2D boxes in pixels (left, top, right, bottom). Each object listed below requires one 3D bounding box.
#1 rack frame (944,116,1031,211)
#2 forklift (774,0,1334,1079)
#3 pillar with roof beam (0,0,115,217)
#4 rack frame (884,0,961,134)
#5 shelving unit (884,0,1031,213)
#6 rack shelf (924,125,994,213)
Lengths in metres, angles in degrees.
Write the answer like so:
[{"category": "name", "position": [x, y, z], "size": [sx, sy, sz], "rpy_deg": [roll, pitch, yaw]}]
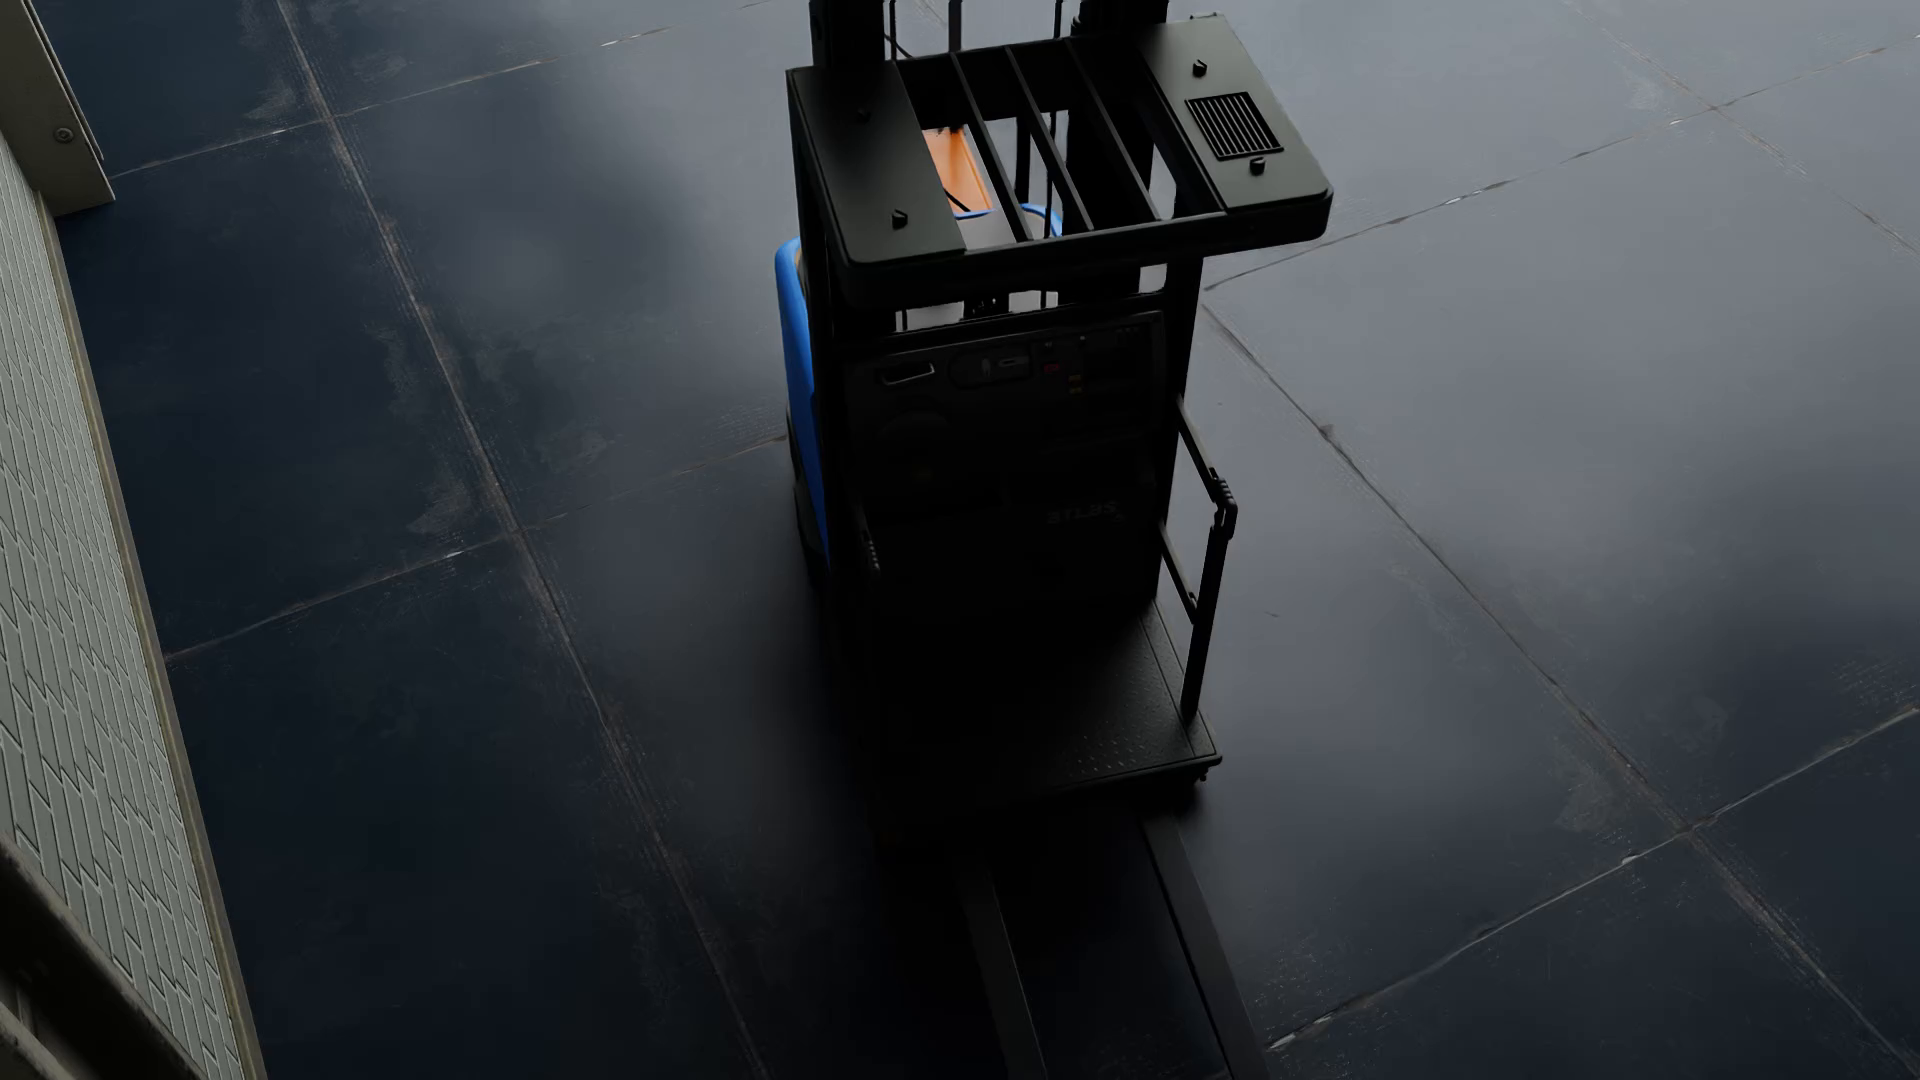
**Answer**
[{"category": "rack frame", "position": [-0.003, -0.995, 6.124], "size": [0.500, 1.500, 0.032], "rpy_deg": [-10, 50, -9]}, {"category": "forklift", "position": [0.187, -0.304, 4.569], "size": [1.130, 2.935, 3.031], "rpy_deg": [-10, 50, -9]}, {"category": "pillar with roof beam", "position": [-0.265, -6.079, 5.589], "size": [9.100, 9.000, 0.400], "rpy_deg": [-21, 52, -18]}, {"category": "rack frame", "position": [-0.242, -1.739, 6.775], "size": [0.500, 1.500, 0.032], "rpy_deg": [-10, 50, -9]}, {"category": "shelving unit", "position": [-0.125, -1.374, 6.455], "size": [0.587, 1.500, 1.083], "rpy_deg": [-10, 50, -9]}, {"category": "rack shelf", "position": [-0.123, -1.249, 6.585], "size": [0.538, 0.185, 1.000], "rpy_deg": [-10, 50, -9]}]
